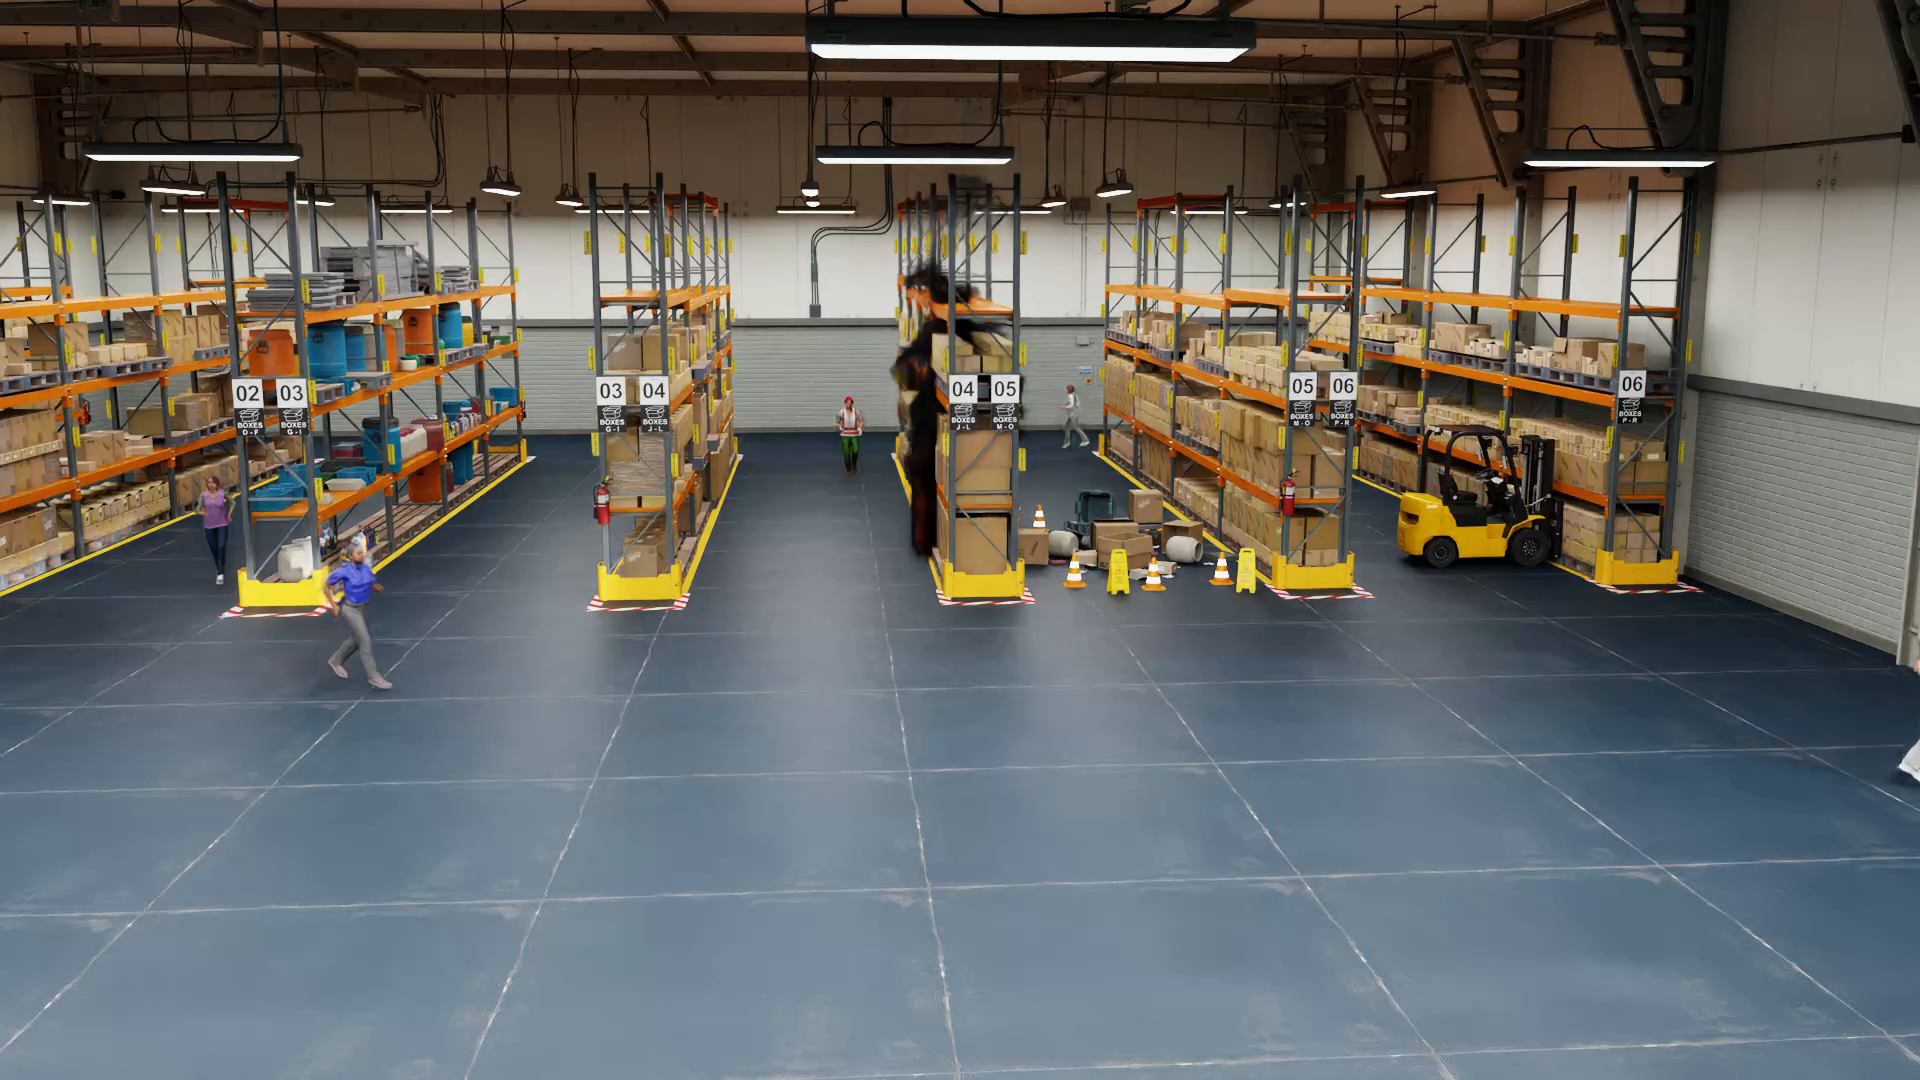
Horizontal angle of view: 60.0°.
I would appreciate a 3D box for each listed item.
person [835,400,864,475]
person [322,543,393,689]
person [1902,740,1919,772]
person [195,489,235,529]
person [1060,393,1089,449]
[{"bbox_3d":[-2.416,-2.255,36.528,0.644,1.692,0.512,-1,10,-5],"label":"person"},{"bbox_3d":[-6.904,0.847,18.999,0.915,1.661,0.567,4,11,20],"label":"person"},{"bbox_3d":[9.115,1.554,15.358,0.523,1.321,0.671,-8,13,-39],"label":"person"},{"bbox_3d":[-11.207,-0.473,25.013,0.537,0.552,0.401,-3,10,-16],"label":"person"},{"bbox_3d":[2.874,-2.957,41.467,0.719,1.408,0.516,0,10,2],"label":"person"}]
